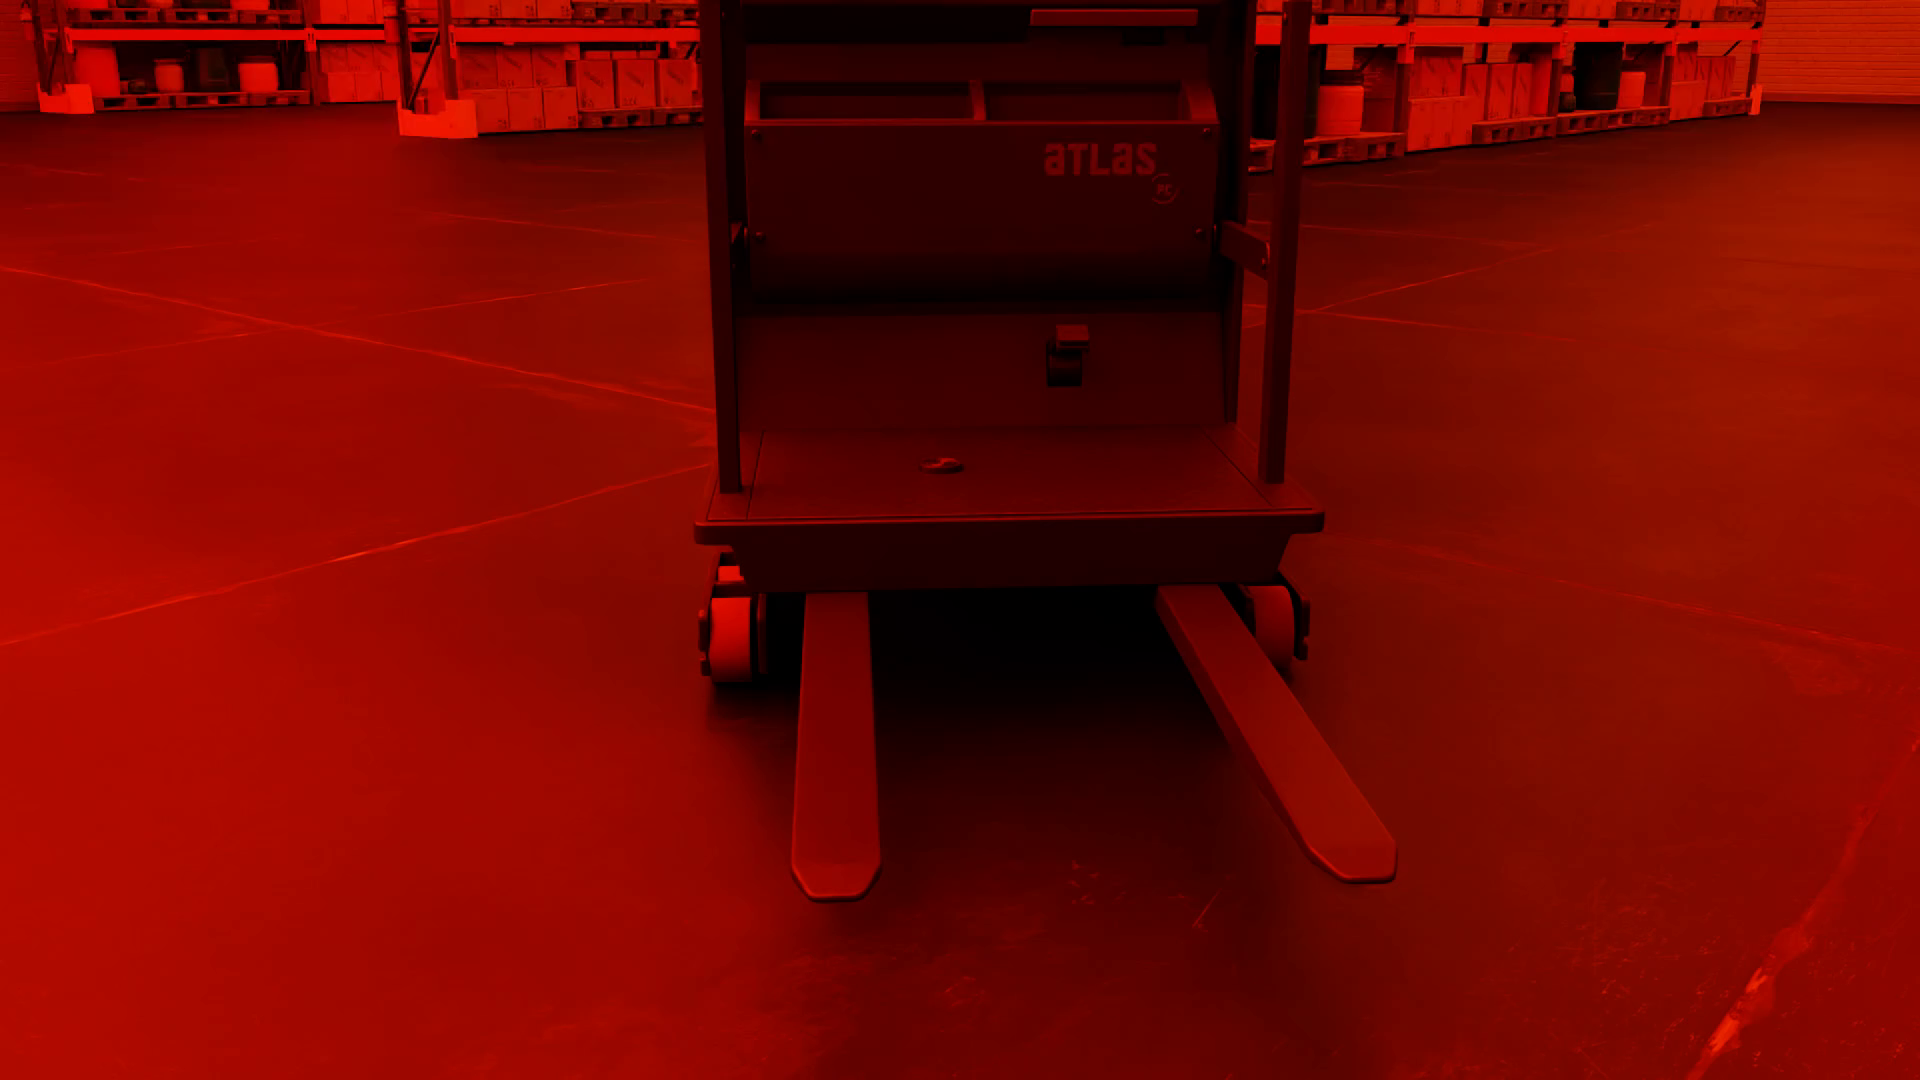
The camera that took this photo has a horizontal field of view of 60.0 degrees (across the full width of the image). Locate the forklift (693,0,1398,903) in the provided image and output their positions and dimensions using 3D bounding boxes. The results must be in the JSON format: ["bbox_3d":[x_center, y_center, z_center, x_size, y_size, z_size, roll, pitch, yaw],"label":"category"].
[{"bbox_3d":[0.060,-1.234,2.963,1.130,2.935,3.031,-1,17,-4],"label":"forklift"}]
